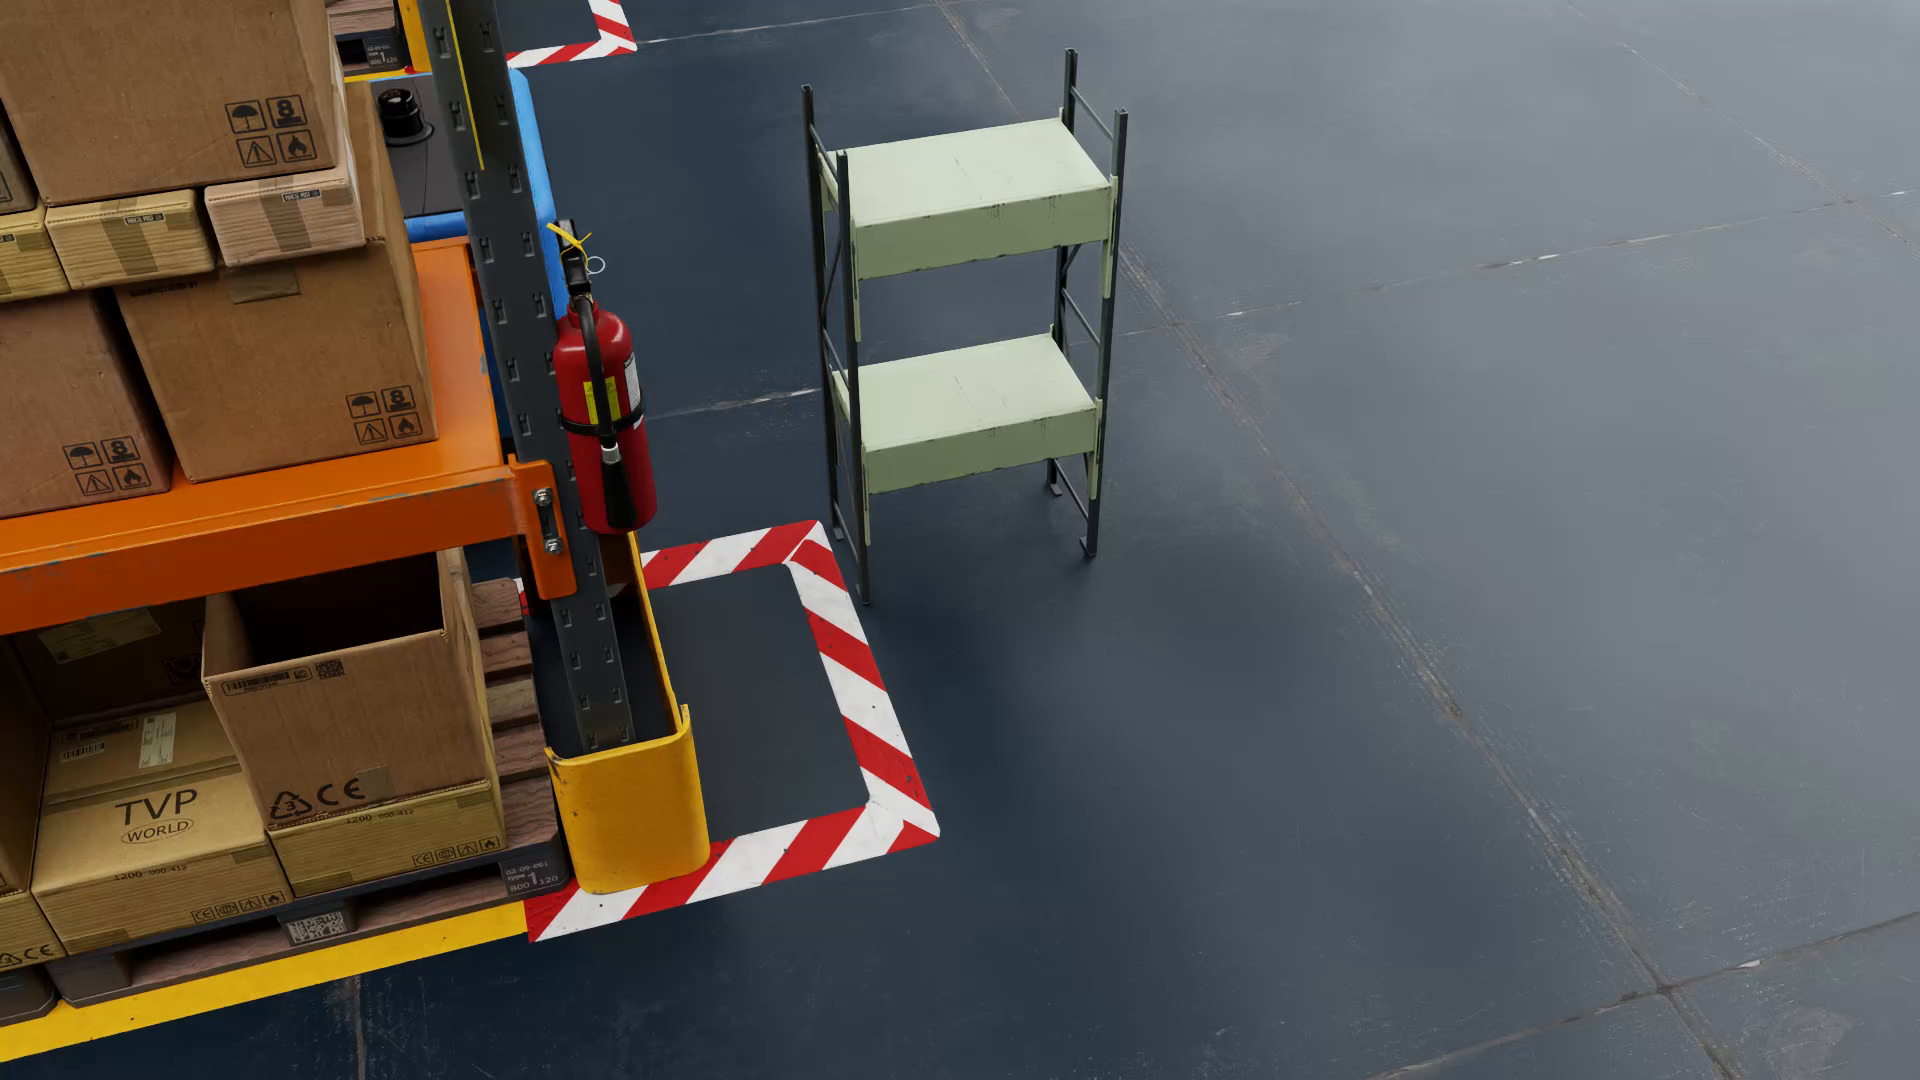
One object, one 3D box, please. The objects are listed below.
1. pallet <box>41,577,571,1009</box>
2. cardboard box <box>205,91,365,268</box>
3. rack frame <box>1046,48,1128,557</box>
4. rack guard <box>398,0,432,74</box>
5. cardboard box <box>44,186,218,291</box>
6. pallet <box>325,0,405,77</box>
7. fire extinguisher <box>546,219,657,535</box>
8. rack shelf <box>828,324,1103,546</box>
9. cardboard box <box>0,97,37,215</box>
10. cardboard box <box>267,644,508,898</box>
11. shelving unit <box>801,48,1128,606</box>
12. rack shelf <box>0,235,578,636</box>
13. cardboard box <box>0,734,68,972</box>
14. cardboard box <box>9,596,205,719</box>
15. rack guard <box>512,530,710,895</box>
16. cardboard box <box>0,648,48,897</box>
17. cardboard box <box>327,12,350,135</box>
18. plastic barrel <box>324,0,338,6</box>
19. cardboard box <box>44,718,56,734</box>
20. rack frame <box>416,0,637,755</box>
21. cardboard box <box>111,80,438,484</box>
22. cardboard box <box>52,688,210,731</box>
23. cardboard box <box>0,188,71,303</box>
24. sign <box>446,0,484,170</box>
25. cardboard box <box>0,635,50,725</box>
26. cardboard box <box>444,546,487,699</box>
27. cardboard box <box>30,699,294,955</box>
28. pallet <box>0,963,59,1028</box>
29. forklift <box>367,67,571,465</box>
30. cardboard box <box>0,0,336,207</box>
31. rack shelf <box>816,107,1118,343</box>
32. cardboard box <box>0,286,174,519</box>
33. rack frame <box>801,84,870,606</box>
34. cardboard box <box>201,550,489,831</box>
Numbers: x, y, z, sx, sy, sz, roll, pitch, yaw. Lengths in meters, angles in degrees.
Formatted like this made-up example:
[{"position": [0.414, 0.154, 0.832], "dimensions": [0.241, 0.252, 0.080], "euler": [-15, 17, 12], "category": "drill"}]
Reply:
[{"position": [-1.711, 0.614, 4.387], "dimensions": [1.213, 0.211, 1.003], "euler": [-12, 42, -13], "category": "pallet"}, {"position": [-1.301, -0.700, 3.203], "dimensions": [0.250, 0.149, 0.380], "euler": [-12, 43, -14], "category": "cardboard box"}, {"position": [0.355, -0.638, 4.841], "dimensions": [0.023, 1.500, 0.400], "euler": [-12, 42, -13], "category": "rack frame"}, {"position": [-2.537, -2.737, 8.003], "dimensions": [0.348, 0.500, 1.175], "euler": [-12, 42, -13], "category": "rack guard"}, {"position": [-1.551, -0.648, 3.143], "dimensions": [0.250, 0.149, 0.380], "euler": [-11, 42, -12], "category": "cardboard box"}, {"position": [-3.313, -2.471, 7.918], "dimensions": [1.213, 0.211, 1.003], "euler": [-12, 42, -13], "category": "pallet"}, {"position": [-0.742, -0.316, 3.391], "dimensions": [0.183, 0.674, 0.296], "euler": [-12, 42, -13], "category": "fire extinguisher"}, {"position": [0.006, -0.321, 4.973], "dimensions": [0.720, 0.370, 0.431], "euler": [-12, 42, -13], "category": "rack shelf"}, {"position": [-1.994, -0.938, 2.981], "dimensions": [0.500, 0.500, 0.700], "euler": [-13, 43, -14], "category": "cardboard box"}, {"position": [-1.417, 0.555, 4.105], "dimensions": [0.500, 0.250, 0.500], "euler": [-12, 42, -13], "category": "cardboard box"}, {"position": [0.006, -0.566, 4.758], "dimensions": [0.755, 1.500, 0.431], "euler": [-12, 42, -13], "category": "shelving unit"}, {"position": [-2.902, 0.053, 3.457], "dimensions": [4.000, 0.370, 1.077], "euler": [-12, 42, -13], "category": "rack shelf"}, {"position": [-2.367, 0.762, 3.869], "dimensions": [0.500, 0.250, 0.500], "euler": [-12, 42, -13], "category": "cardboard box"}, {"position": [-2.049, 0.048, 4.116], "dimensions": [0.500, 0.500, 0.500], "euler": [-12, 42, -13], "category": "cardboard box"}, {"position": [-0.971, 0.323, 4.500], "dimensions": [0.348, 0.500, 1.175], "euler": [-12, 42, -13], "category": "rack guard"}, {"position": [-2.366, 0.481, 3.620], "dimensions": [0.500, 0.500, 0.500], "euler": [-12, 42, -13], "category": "cardboard box"}, {"position": [-1.433, -0.953, 3.492], "dimensions": [0.250, 0.149, 0.380], "euler": [-12, 43, -13], "category": "cardboard box"}, {"position": [-3.083, -2.766, 7.708], "dimensions": [0.421, 0.512, 0.421], "euler": [0, 41, 0], "category": "plastic barrel"}, {"position": [-2.525, 0.430, 4.249], "dimensions": [0.500, 0.250, 0.500], "euler": [-12, 42, -13], "category": "cardboard box"}, {"position": [-0.994, -0.613, 3.672], "dimensions": [0.127, 3.000, 1.000], "euler": [-12, 42, -13], "category": "rack frame"}, {"position": [-1.443, -0.567, 3.543], "dimensions": [0.500, 0.500, 0.700], "euler": [-12, 42, -13], "category": "cardboard box"}, {"position": [-2.048, 0.331, 4.362], "dimensions": [0.500, 0.250, 0.500], "euler": [-12, 42, -13], "category": "cardboard box"}, {"position": [-1.794, -0.597, 3.085], "dimensions": [0.250, 0.149, 0.380], "euler": [-12, 43, -14], "category": "cardboard box"}, {"position": [-0.844, -0.795, 2.821], "dimensions": [0.005, 0.325, 0.100], "euler": [-12, 42, -13], "category": "sign"}, {"position": [-2.522, 0.155, 3.994], "dimensions": [0.500, 0.500, 0.500], "euler": [-12, 42, -13], "category": "cardboard box"}, {"position": [-1.573, 0.230, 4.477], "dimensions": [0.500, 0.250, 0.500], "euler": [-12, 42, -13], "category": "cardboard box"}, {"position": [-1.890, 0.662, 3.984], "dimensions": [0.500, 0.250, 0.500], "euler": [-12, 42, -13], "category": "cardboard box"}, {"position": [-2.873, 0.853, 4.113], "dimensions": [1.213, 0.211, 1.003], "euler": [-12, 42, -13], "category": "pallet"}, {"position": [-2.727, -1.278, 4.485], "dimensions": [3.031, 2.935, 1.130], "euler": [-11, 42, -12], "category": "forklift"}, {"position": [-1.494, -1.045, 3.104], "dimensions": [0.500, 0.500, 0.700], "euler": [-12, 42, -13], "category": "cardboard box"}, {"position": [0.006, -0.860, 4.501], "dimensions": [0.720, 0.370, 0.431], "euler": [-12, 42, -13], "category": "rack shelf"}, {"position": [-1.943, -0.460, 3.421], "dimensions": [0.500, 0.500, 0.700], "euler": [-11, 42, -12], "category": "cardboard box"}, {"position": [-0.343, -0.494, 4.675], "dimensions": [0.023, 1.500, 0.400], "euler": [-12, 42, -13], "category": "rack frame"}, {"position": [-1.416, 0.274, 3.857], "dimensions": [0.500, 0.500, 0.500], "euler": [-12, 42, -13], "category": "cardboard box"}]
